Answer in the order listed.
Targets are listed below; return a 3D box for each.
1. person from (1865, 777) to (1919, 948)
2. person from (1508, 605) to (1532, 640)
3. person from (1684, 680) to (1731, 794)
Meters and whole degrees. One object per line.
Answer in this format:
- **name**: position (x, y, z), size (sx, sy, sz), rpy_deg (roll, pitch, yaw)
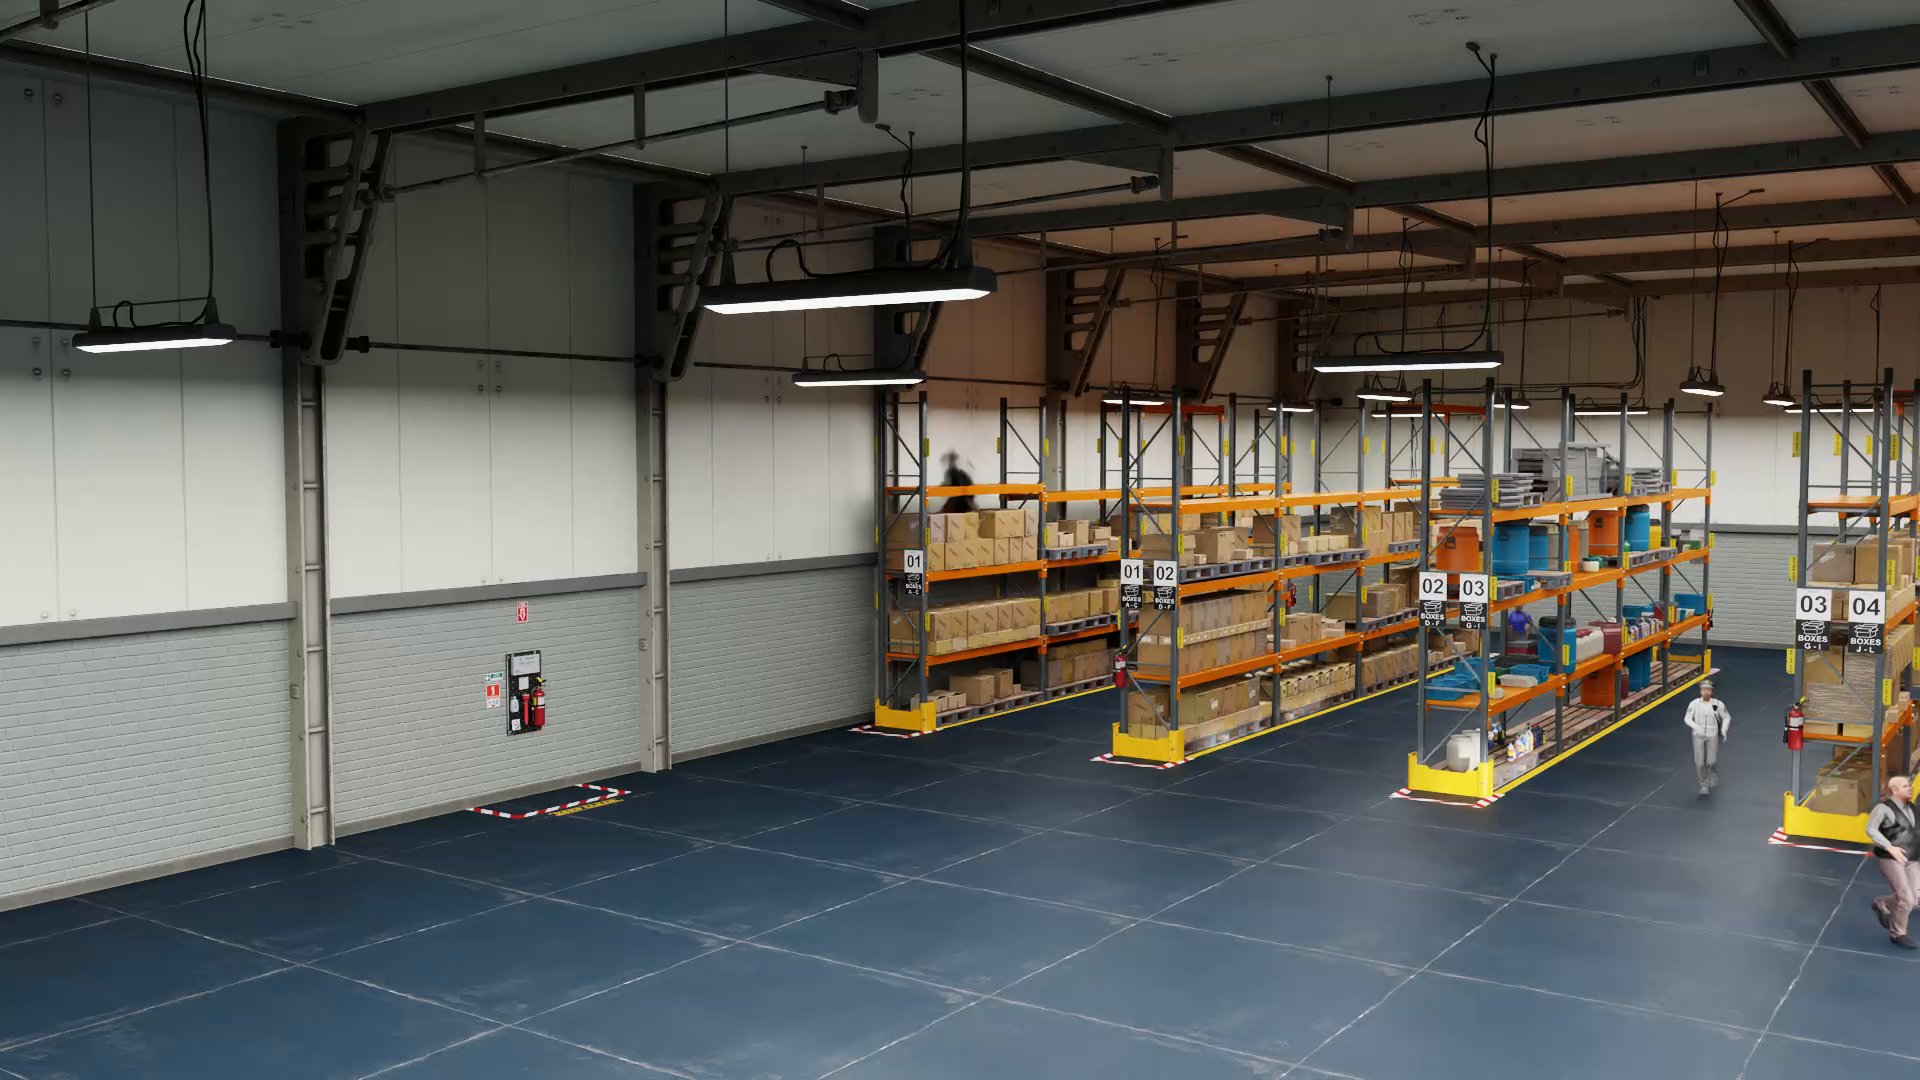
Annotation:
- **person**: position (9.436, 3.226, 16.828), size (0.670, 1.693, 0.604), rpy_deg (-1, 3, -21)
- **person**: position (12.300, 2.154, 36.610), size (0.548, 1.634, 0.636), rpy_deg (1, 3, 24)
- **person**: position (10.767, 2.845, 23.981), size (0.604, 1.659, 0.530), rpy_deg (2, 4, 28)
